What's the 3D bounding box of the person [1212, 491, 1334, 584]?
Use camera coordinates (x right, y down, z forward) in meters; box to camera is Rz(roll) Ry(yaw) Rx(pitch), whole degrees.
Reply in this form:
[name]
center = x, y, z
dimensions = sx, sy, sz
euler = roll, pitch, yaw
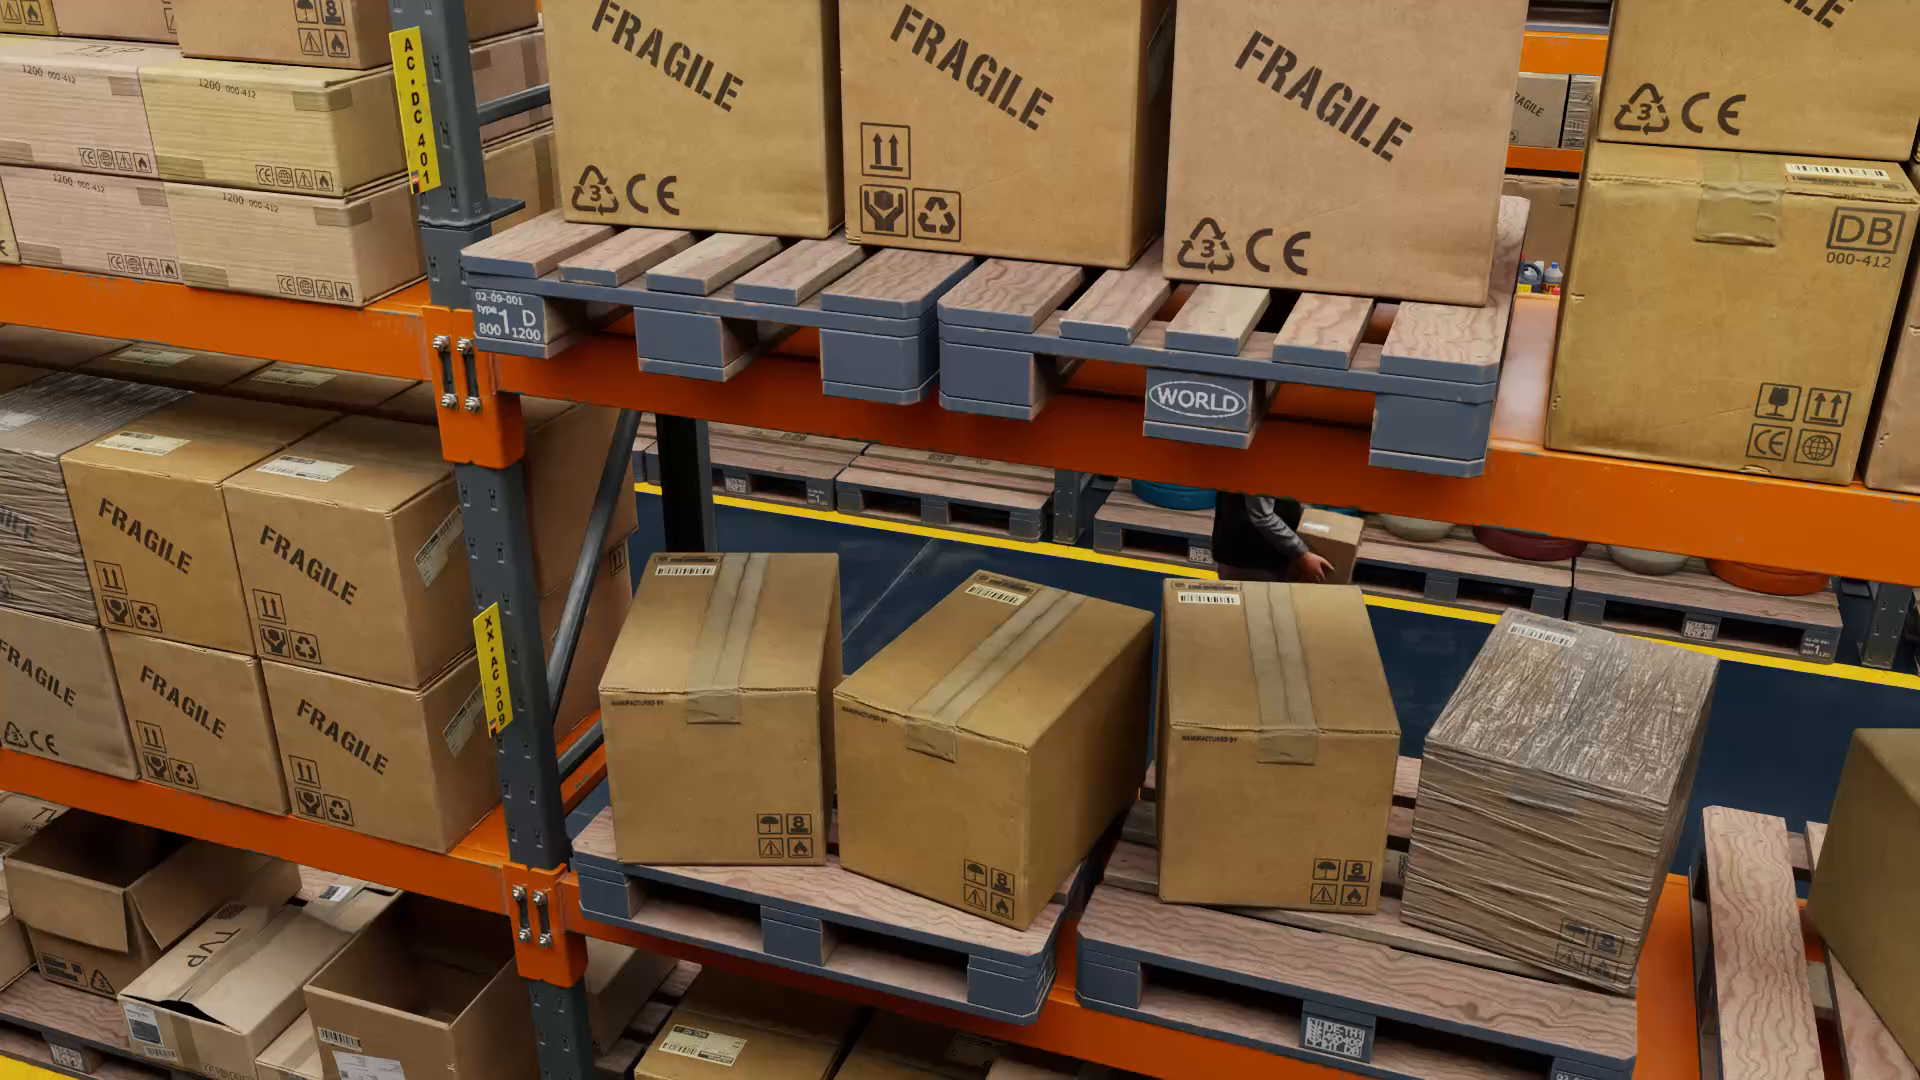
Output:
[person]
center = 1.319, 0.115, 6.992
dimensions = 0.522, 1.641, 0.532
euler = 8, 27, 17
